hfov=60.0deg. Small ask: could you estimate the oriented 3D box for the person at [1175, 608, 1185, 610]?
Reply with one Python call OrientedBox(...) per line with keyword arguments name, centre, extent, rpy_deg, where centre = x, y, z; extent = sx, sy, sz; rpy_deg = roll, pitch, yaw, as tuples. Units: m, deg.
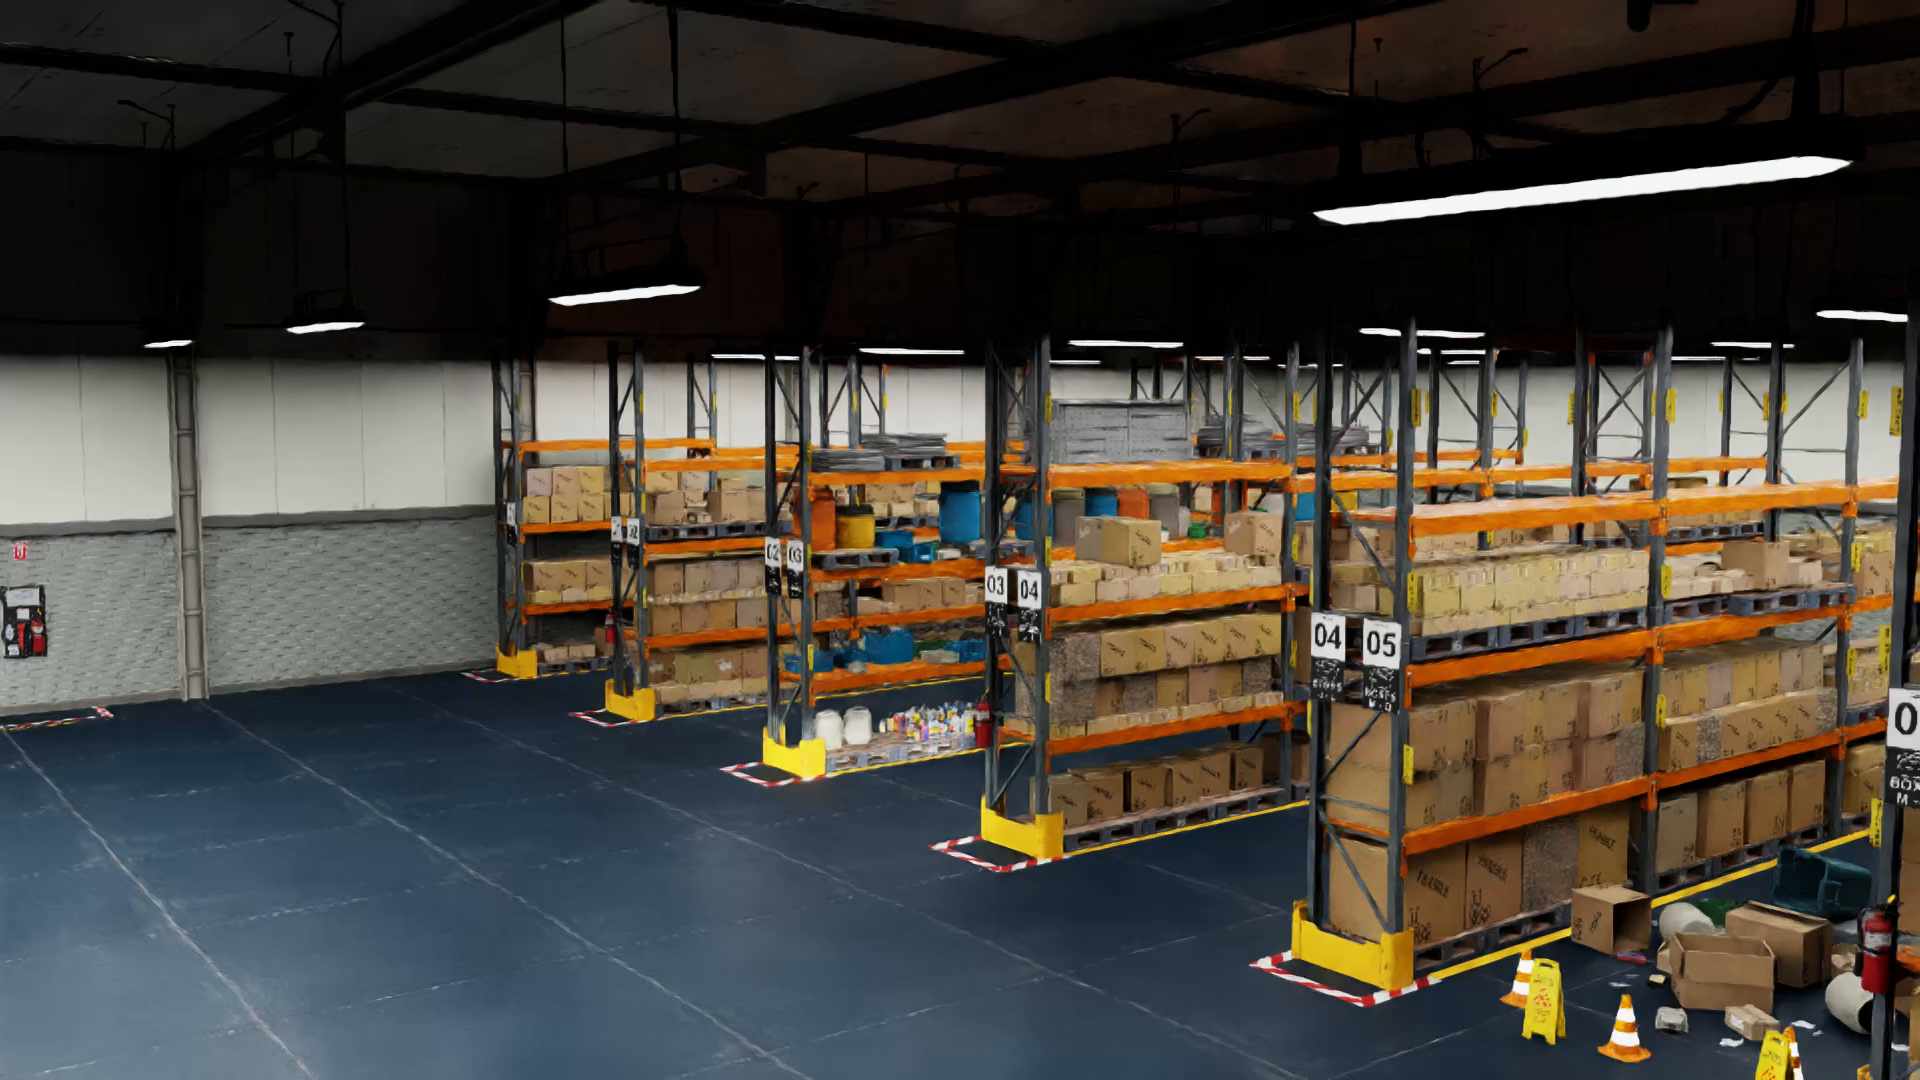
OrientedBox(name="person", centre=(3.512, 1.947, 26.399), extent=(0.657, 1.771, 0.389), rpy_deg=(-2, 5, -22))
